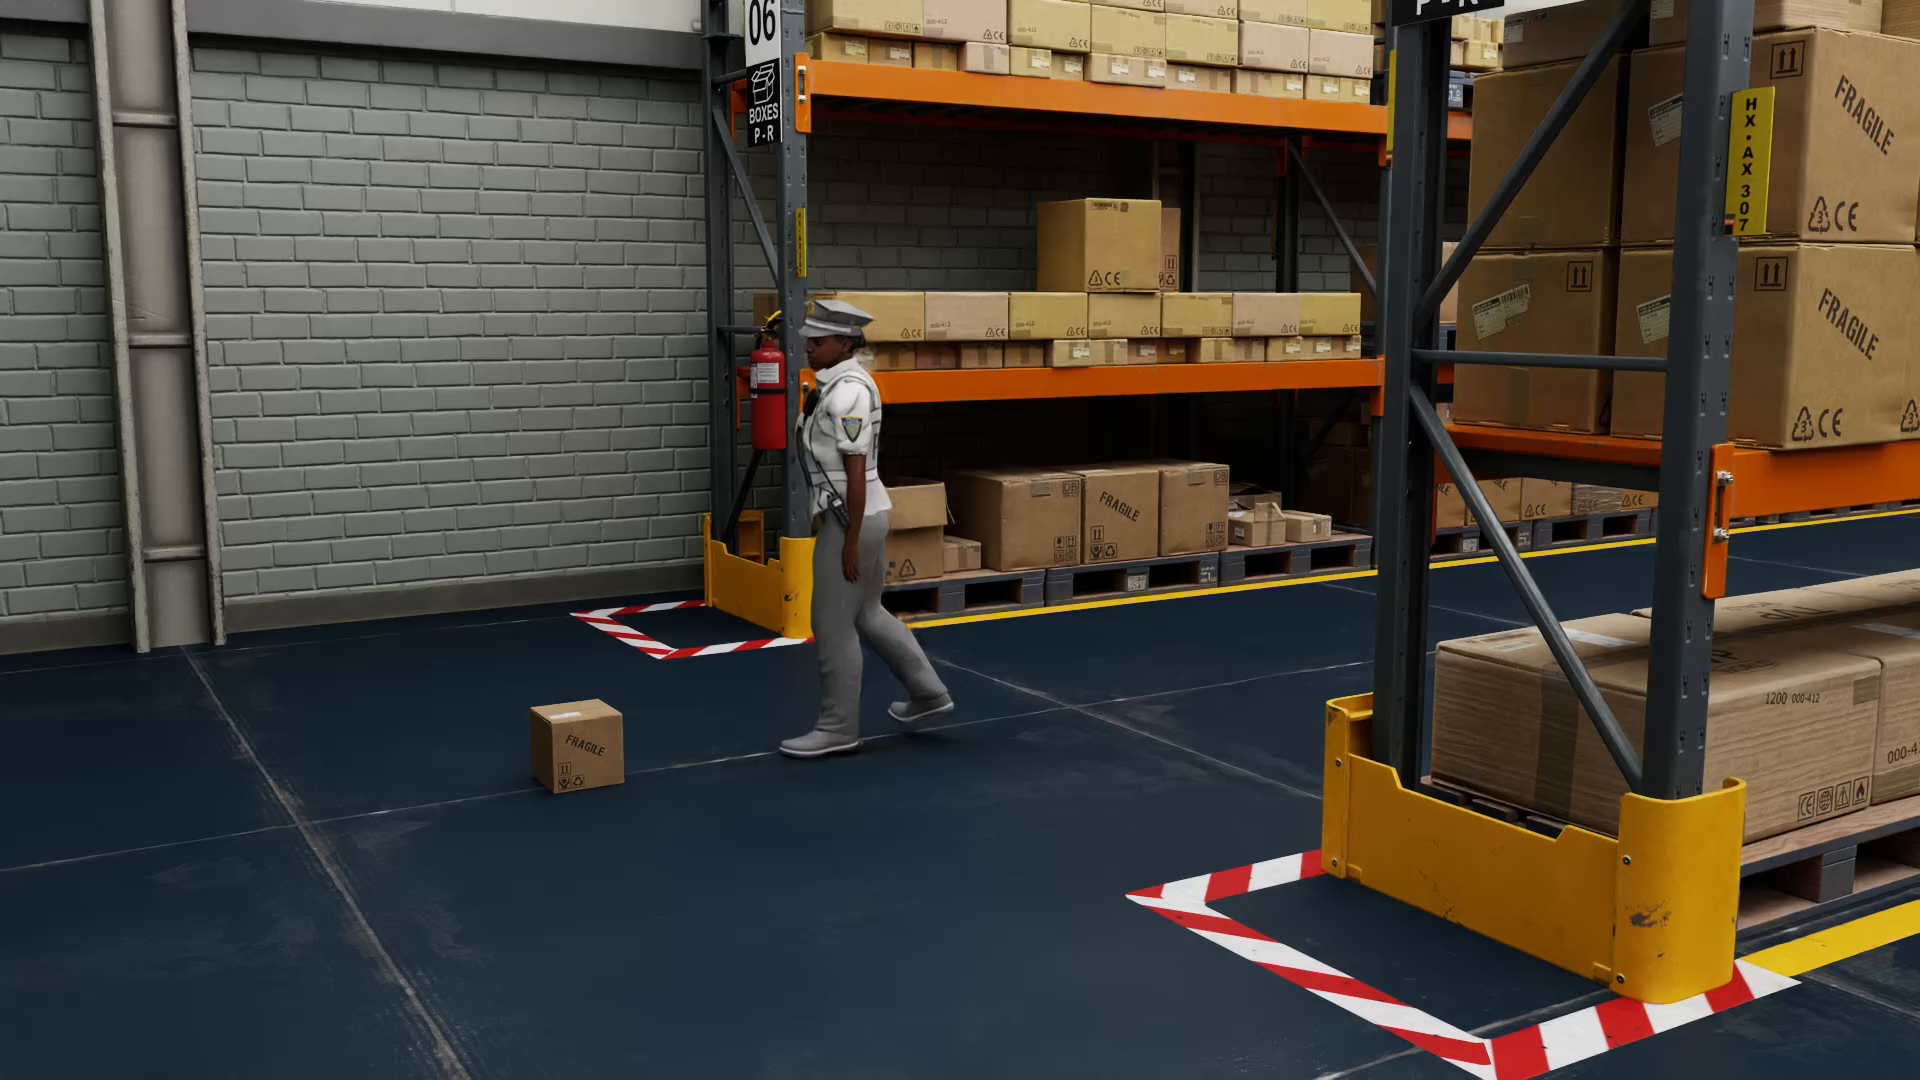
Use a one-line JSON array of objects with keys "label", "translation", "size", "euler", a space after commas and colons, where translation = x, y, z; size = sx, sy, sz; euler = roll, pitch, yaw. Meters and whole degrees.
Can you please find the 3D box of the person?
[{"label": "person", "translation": [-0.343, -0.050, 6.121], "size": [0.656, 1.663, 0.479], "euler": [-1, 8, -4]}]
